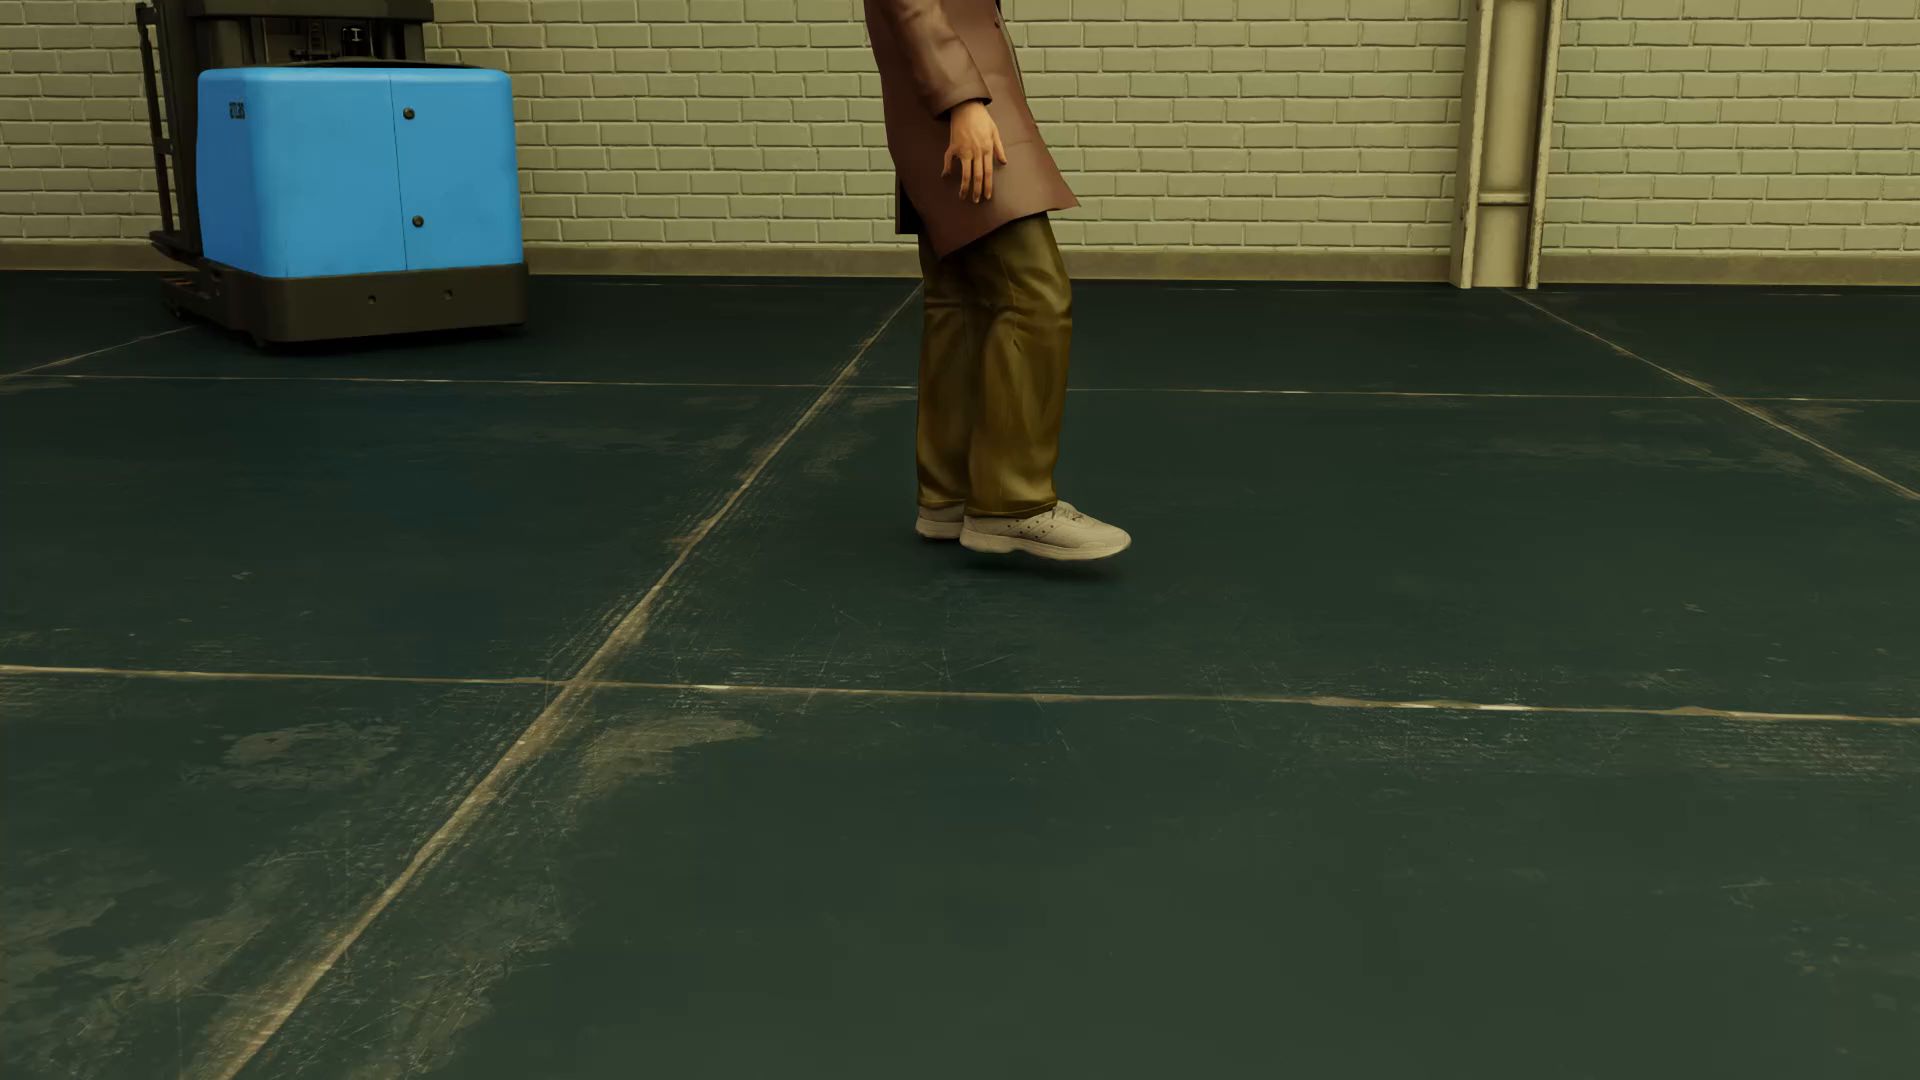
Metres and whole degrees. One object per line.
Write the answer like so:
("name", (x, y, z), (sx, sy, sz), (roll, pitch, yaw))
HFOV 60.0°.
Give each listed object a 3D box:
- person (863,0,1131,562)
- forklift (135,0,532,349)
("person", (0.090, -0.862, 3.567), (0.583, 1.775, 0.696), (1, 15, 4))
("forklift", (-3.047, -2.482, 7.360), (1.130, 2.935, 3.031), (-11, 19, -35))
